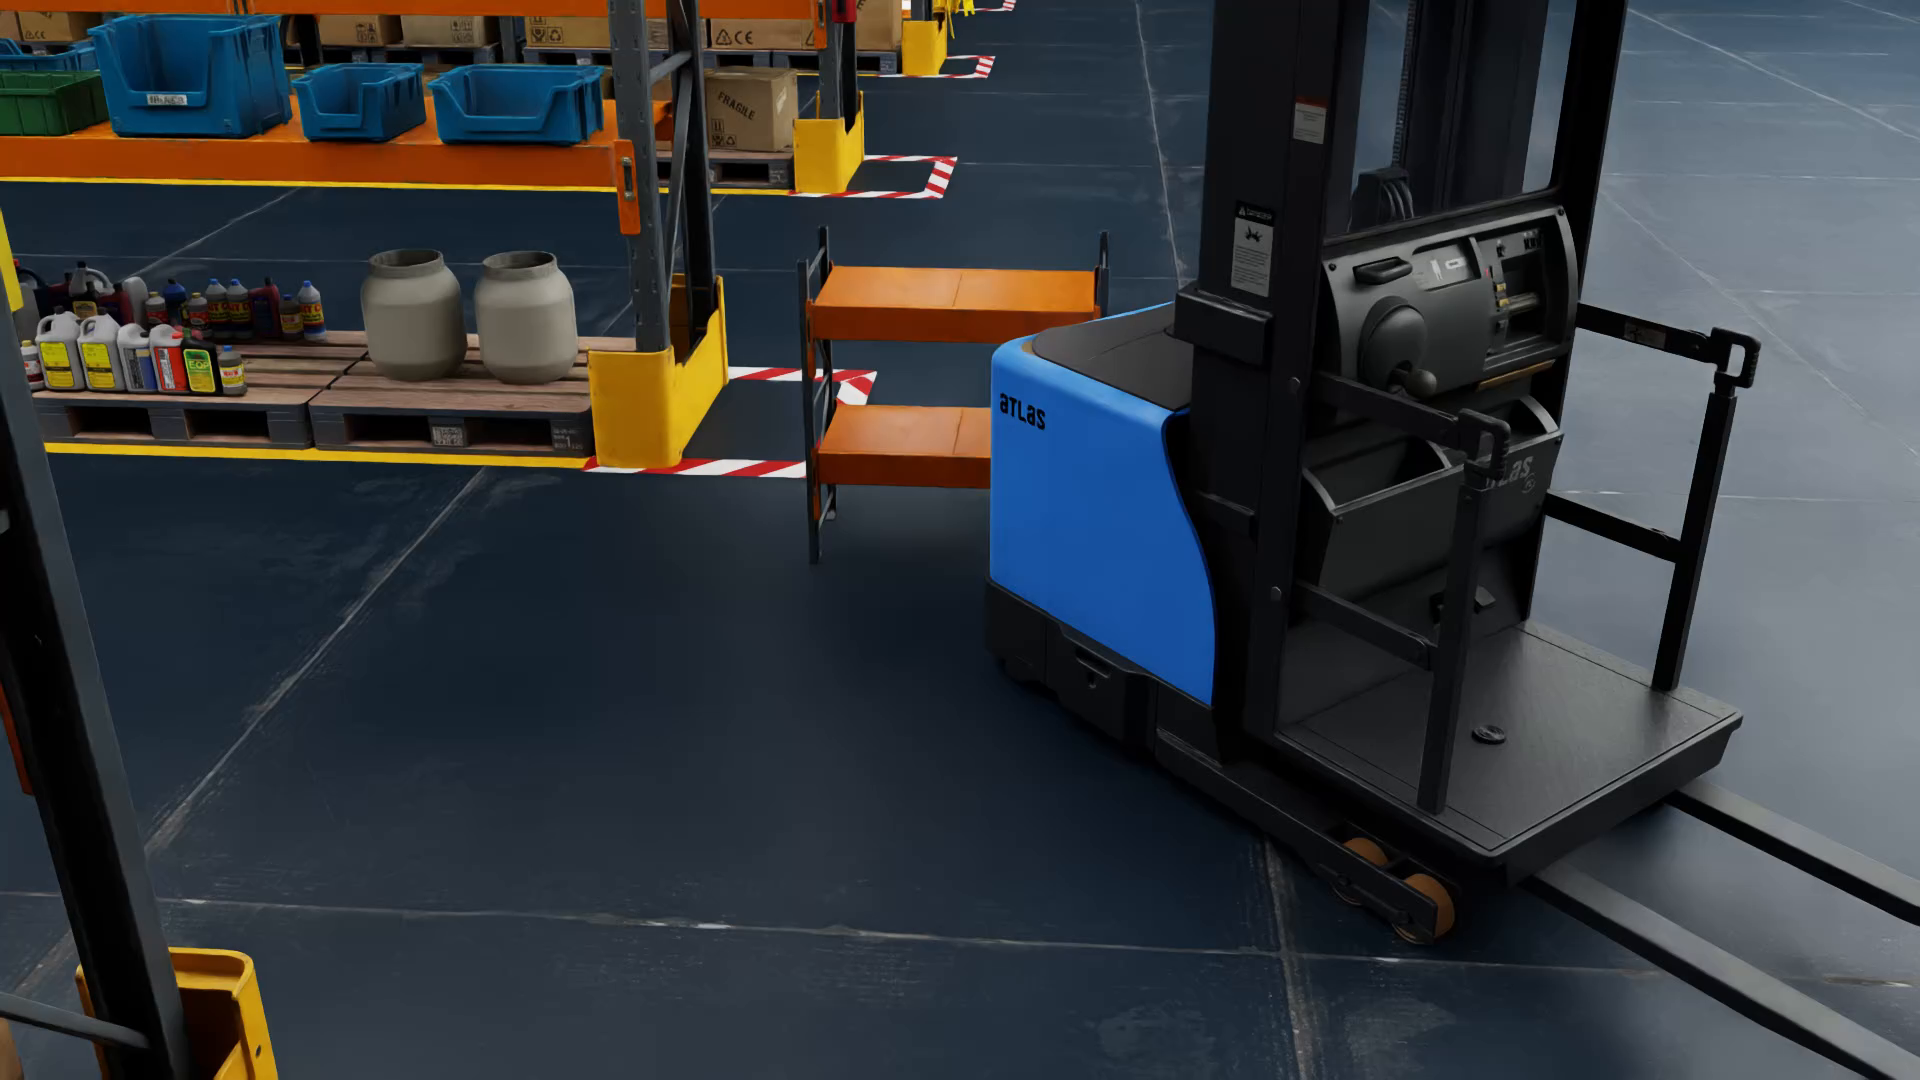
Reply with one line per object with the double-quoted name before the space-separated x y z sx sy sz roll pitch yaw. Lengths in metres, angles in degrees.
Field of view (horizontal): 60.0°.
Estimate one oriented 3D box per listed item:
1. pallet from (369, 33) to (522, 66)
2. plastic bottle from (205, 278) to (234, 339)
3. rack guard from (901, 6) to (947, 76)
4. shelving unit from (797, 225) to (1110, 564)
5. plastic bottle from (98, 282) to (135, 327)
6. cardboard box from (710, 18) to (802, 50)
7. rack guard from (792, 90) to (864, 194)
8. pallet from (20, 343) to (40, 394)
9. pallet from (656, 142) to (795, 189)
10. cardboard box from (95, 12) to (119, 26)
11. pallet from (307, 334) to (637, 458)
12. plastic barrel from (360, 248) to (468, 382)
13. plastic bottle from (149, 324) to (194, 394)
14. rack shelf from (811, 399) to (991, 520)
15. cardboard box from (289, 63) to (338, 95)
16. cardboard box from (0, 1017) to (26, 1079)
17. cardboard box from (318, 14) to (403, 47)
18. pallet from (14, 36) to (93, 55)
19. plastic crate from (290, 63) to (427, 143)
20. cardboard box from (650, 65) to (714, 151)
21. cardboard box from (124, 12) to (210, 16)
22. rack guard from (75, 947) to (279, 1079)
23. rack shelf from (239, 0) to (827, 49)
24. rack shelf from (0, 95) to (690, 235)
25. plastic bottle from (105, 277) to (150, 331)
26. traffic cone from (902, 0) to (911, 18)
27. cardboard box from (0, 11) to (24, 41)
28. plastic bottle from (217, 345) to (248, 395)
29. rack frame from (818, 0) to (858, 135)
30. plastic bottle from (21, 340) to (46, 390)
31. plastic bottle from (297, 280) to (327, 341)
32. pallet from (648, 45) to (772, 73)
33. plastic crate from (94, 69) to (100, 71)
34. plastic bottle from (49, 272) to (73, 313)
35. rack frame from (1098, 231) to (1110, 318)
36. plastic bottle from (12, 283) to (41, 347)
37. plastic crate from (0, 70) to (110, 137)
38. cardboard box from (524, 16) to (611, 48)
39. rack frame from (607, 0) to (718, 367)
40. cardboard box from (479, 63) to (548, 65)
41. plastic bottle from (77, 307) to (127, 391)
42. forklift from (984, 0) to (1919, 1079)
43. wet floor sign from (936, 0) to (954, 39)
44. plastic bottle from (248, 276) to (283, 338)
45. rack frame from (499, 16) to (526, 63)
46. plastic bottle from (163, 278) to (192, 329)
"pallet" -5.133 -4.903 16.654 1.213 0.211 1.003 2 25 4
"plastic bottle" -3.454 -1.083 7.753 0.097 0.271 0.097 0 25 0
"rack guard" -0.345 -4.913 16.328 0.348 0.500 1.175 2 25 4
"shelving unit" -0.007 -0.511 6.015 1.048 1.125 0.538 2 25 4
"plastic bottle" -3.885 -1.046 7.659 0.133 0.283 0.061 2 25 4
"cardboard box" -1.928 -5.296 16.210 0.875 0.875 0.875 1 25 3
"rack guard" -0.925 -2.852 11.850 0.348 0.500 1.175 2 25 4
"pallet" -4.551 -0.743 7.612 1.213 0.211 1.003 2 25 4
"pallet" -1.733 -2.761 11.998 1.213 0.211 1.003 2 25 4
"cardboard box" -9.031 -5.489 17.079 0.500 0.500 0.500 1 25 2
"pallet" -2.118 -0.665 7.442 1.213 0.211 1.003 2 25 4
"plastic barrel" -2.391 -0.986 7.279 0.421 0.512 0.421 0 25 0
"plastic bottle" -3.343 -0.779 7.086 0.135 0.276 0.152 2 25 4
"rack shelf" -0.007 -0.289 6.118 1.000 0.278 0.538 2 25 4
"cardboard box" -4.442 -3.139 11.971 0.500 0.500 0.500 1 25 2
"cardboard box" -2.129 1.092 3.075 0.500 0.250 0.500 2 25 4
"cardboard box" -5.945 -5.361 16.500 0.750 0.750 1.050 2 25 4
"pallet" -9.125 -5.064 17.002 1.213 0.211 1.003 2 25 4
"plastic crate" -2.398 -1.768 6.681 0.408 0.251 0.499 2 25 4
"cardboard box" -2.070 -3.072 11.826 0.500 0.500 0.500 8 26 18
"cardboard box" -7.745 -5.417 16.622 0.750 0.750 1.050 2 25 3
"rack guard" -1.588 1.280 2.870 0.348 0.500 1.175 2 25 4
"rack shelf" -2.844 -3.722 11.611 4.000 0.370 1.077 2 25 4
"rack shelf" -3.223 -1.658 7.125 4.000 0.370 1.077 2 25 4
"plastic bottle" -3.878 -1.087 7.757 0.135 0.276 0.152 2 25 5
"traffic cone" -0.618 -6.439 19.690 0.334 0.463 0.336 2 25 4
"cardboard box" -9.539 -5.290 16.647 0.500 0.500 0.500 3 25 6
"plastic bottle" -3.094 -0.725 7.059 0.097 0.201 0.097 0 25 0
"rack frame" -0.850 -3.985 11.322 0.127 3.000 1.000 2 25 4
"plastic bottle" -3.975 -0.754 7.121 0.097 0.201 0.097 0 25 0
"plastic bottle" -3.013 -1.069 7.722 0.097 0.271 0.097 0 25 0
"pallet" -2.385 -4.815 16.462 1.213 0.211 1.003 2 25 4
"plastic crate" -3.579 -1.982 7.285 0.437 0.136 0.530 2 25 4
"plastic bottle" -4.196 -1.120 7.819 0.133 0.283 0.061 3 25 8
"rack frame" 0.500 -0.495 5.980 0.032 1.125 0.500 2 25 4
"plastic bottle" -4.348 -1.042 7.658 0.135 0.276 0.152 2 25 4
"plastic crate" -3.885 -1.791 6.808 0.662 0.188 0.450 2 25 4
"cardboard box" -3.736 -5.353 16.335 0.875 0.875 0.875 2 25 5
"rack frame" -1.229 -1.921 6.836 0.127 3.000 1.000 2 25 4
"cardboard box" -3.245 -3.136 11.966 0.500 0.500 0.500 0 25 -1
"plastic bottle" -3.646 -0.821 7.088 0.185 0.351 0.144 3 25 6
"forklift" 1.363 -0.572 3.986 1.130 2.935 3.031 -17 30 -33
"wet floor sign" -0.189 -5.804 18.091 0.232 0.644 0.267 -2 25 -5
"plastic bottle" -3.237 -1.089 7.752 0.133 0.283 0.061 2 25 5
"rack frame" -4.357 -6.177 16.086 0.127 3.000 1.000 2 25 4
"plastic bottle" -3.656 -1.090 7.767 0.097 0.271 0.097 0 25 0
